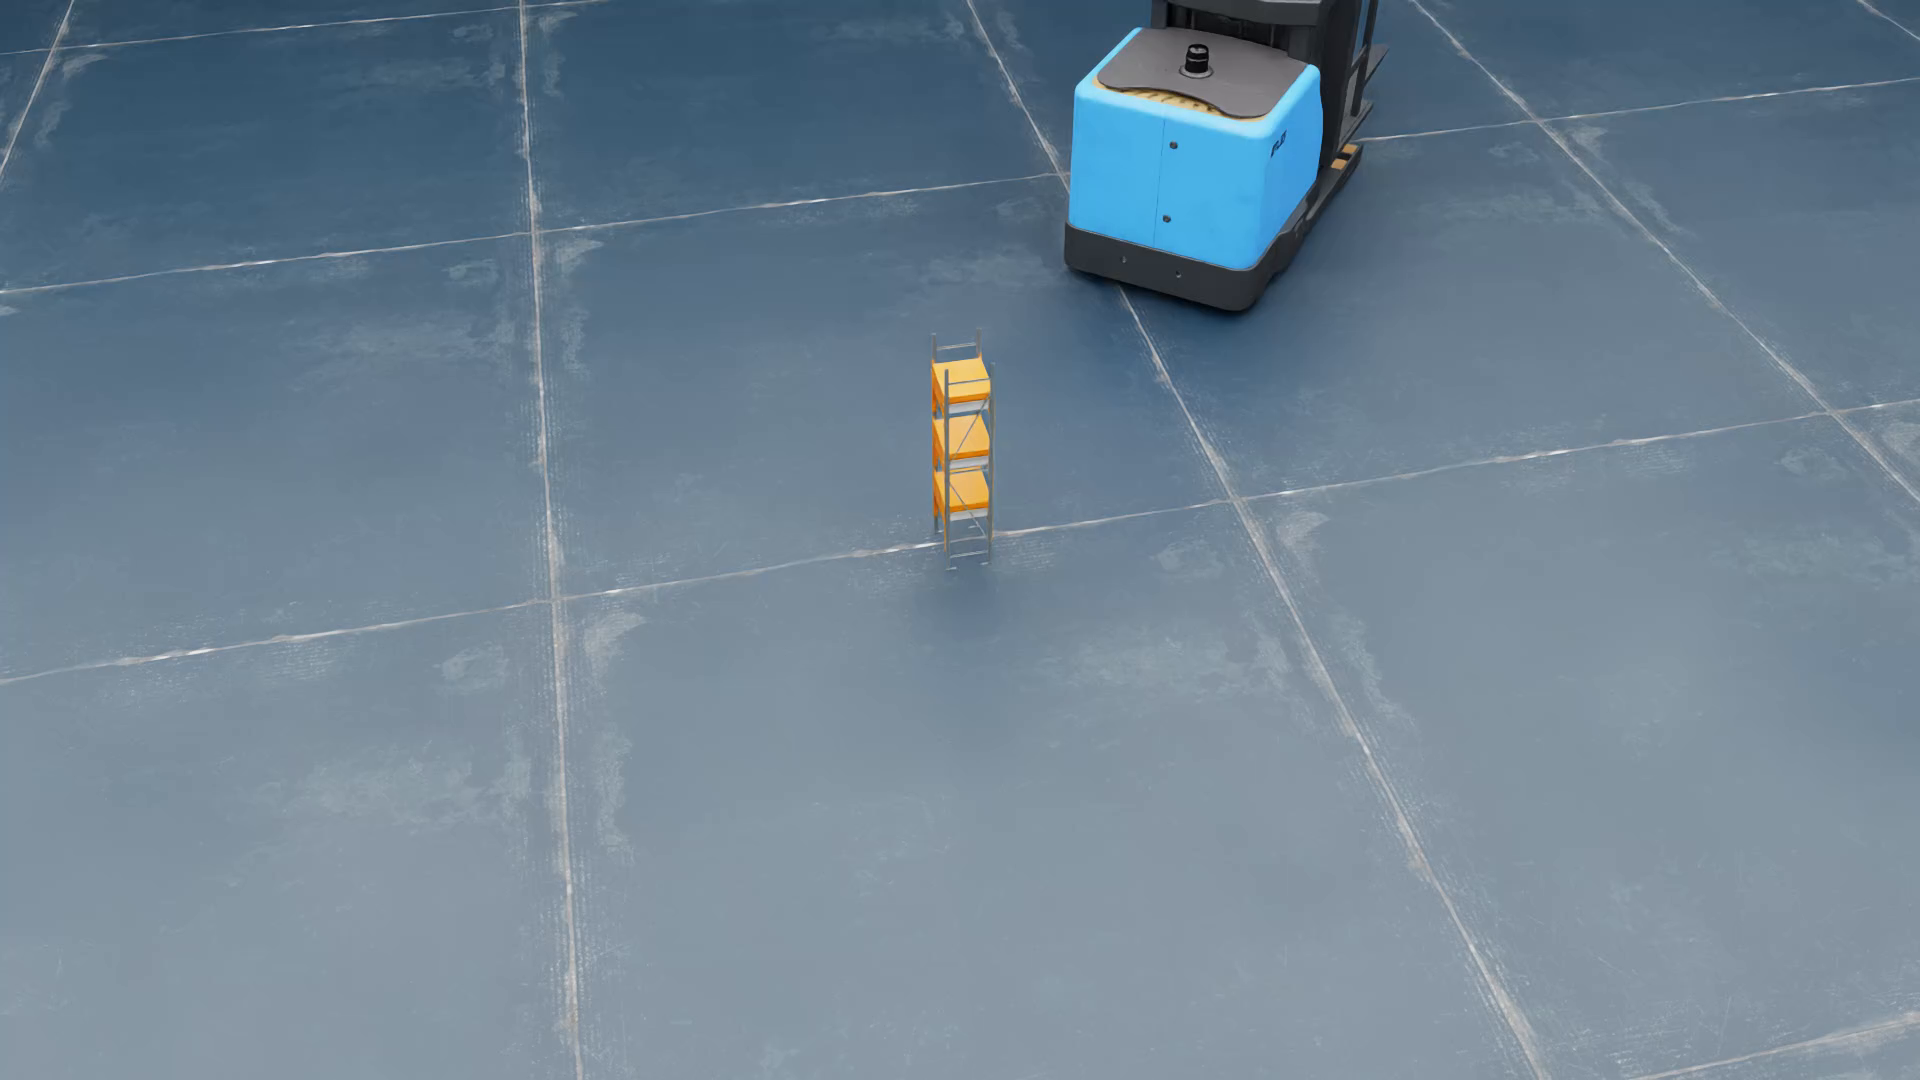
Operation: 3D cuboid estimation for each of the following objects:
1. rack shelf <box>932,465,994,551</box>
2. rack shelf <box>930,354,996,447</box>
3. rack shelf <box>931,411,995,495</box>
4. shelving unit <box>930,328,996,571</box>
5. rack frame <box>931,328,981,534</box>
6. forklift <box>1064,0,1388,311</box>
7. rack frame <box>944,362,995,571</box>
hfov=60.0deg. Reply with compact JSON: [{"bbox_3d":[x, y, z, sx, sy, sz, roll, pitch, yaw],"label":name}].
[{"bbox_3d":[0.012,-0.142,7.054,0.215,0.259,0.240,-8,42,-9],"label":"rack shelf"},{"bbox_3d":[0.012,-0.562,6.681,0.215,0.259,0.240,-8,42,-9],"label":"rack shelf"},{"bbox_3d":[0.012,-0.350,6.869,0.215,0.259,0.240,-8,42,-9],"label":"rack shelf"},{"bbox_3d":[0.012,-0.358,6.862,0.215,1.050,0.252,-8,42,-9],"label":"shelving unit"},{"bbox_3d":[-0.015,-0.437,6.951,0.200,1.050,0.008,-8,42,-9],"label":"rack frame"},{"bbox_3d":[1.678,-3.234,8.685,1.130,2.935,3.031,19,45,20],"label":"forklift"},{"bbox_3d":[0.038,-0.279,6.773,0.200,1.050,0.008,-8,42,-9],"label":"rack frame"}]
